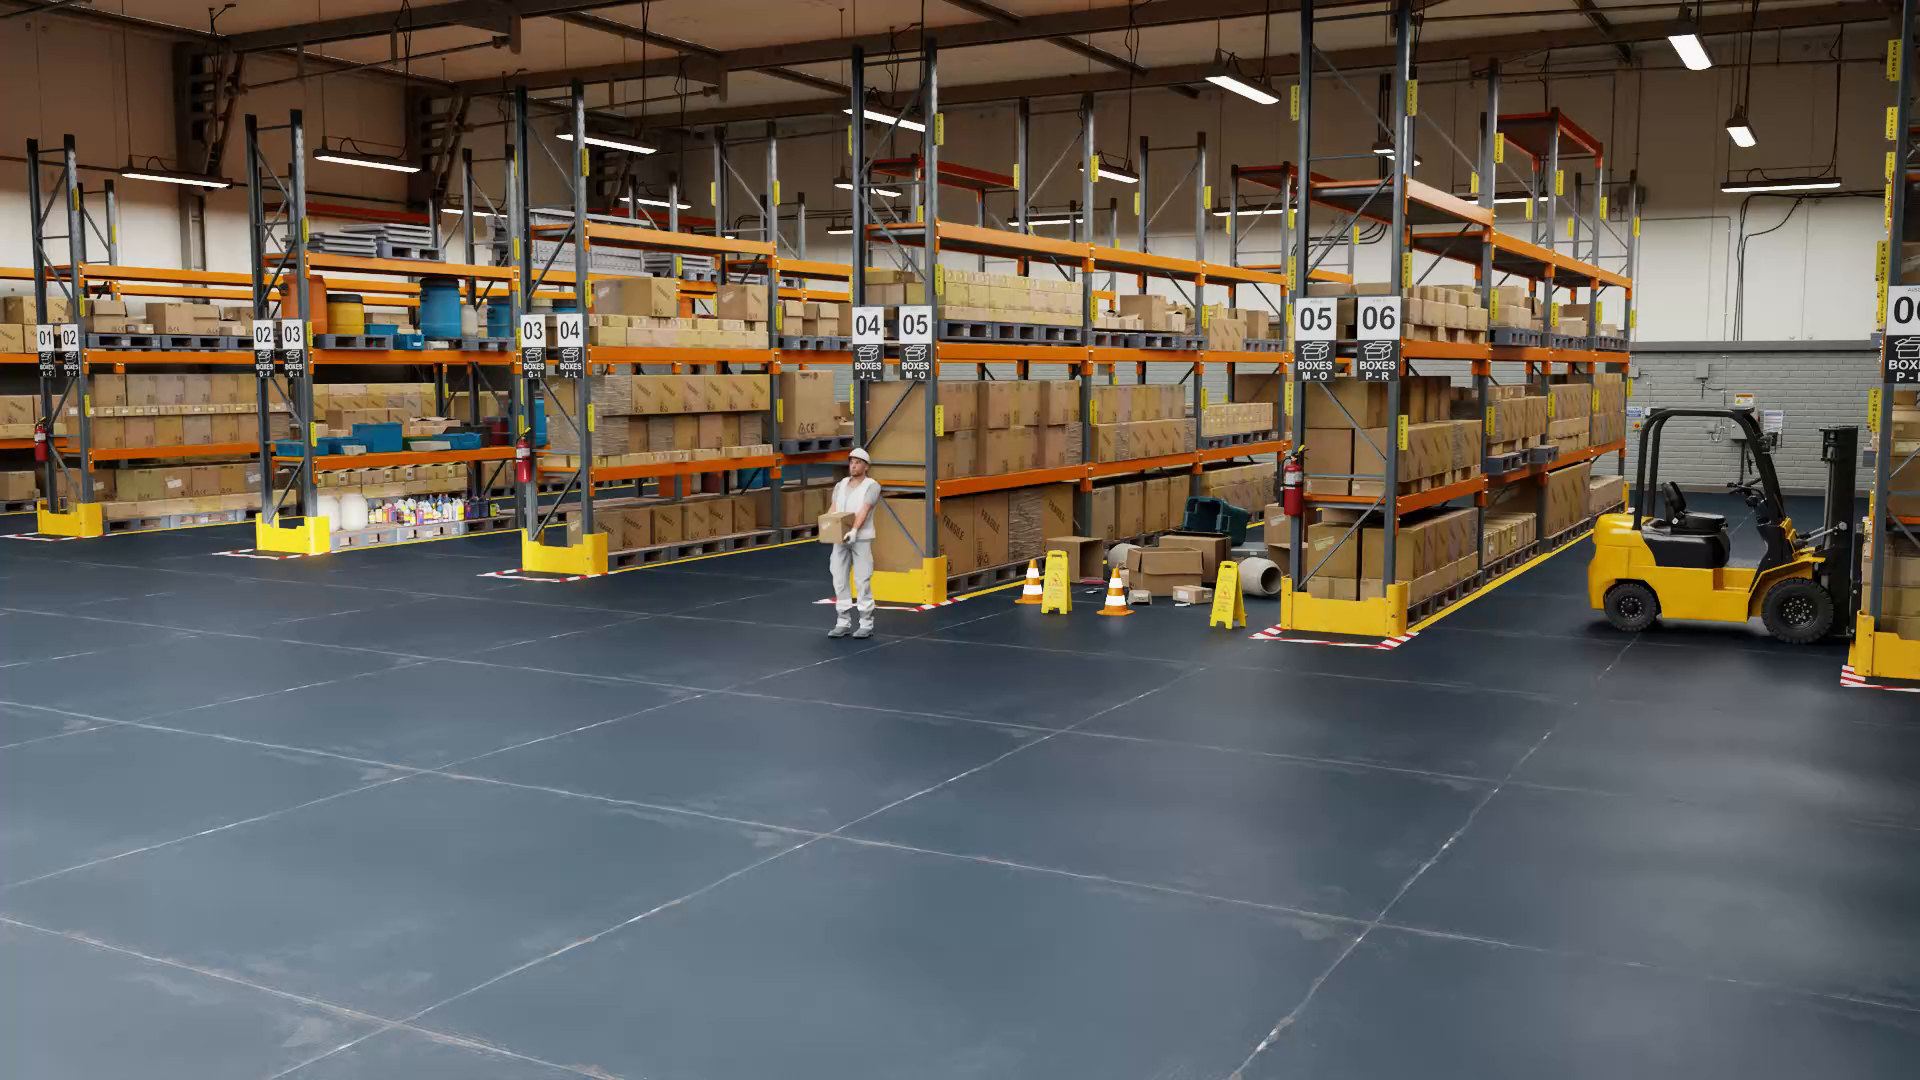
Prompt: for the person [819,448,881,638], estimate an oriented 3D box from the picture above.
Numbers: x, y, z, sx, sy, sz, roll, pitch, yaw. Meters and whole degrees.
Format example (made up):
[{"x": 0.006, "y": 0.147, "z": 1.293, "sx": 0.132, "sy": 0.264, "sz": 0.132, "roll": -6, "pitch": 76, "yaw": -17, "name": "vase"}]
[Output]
[{"x": -1.040, "y": 0.034, "z": 15.660, "sx": 0.493, "sy": 1.782, "sz": 0.561, "roll": 3, "pitch": 7, "yaw": 29, "name": "person"}]
